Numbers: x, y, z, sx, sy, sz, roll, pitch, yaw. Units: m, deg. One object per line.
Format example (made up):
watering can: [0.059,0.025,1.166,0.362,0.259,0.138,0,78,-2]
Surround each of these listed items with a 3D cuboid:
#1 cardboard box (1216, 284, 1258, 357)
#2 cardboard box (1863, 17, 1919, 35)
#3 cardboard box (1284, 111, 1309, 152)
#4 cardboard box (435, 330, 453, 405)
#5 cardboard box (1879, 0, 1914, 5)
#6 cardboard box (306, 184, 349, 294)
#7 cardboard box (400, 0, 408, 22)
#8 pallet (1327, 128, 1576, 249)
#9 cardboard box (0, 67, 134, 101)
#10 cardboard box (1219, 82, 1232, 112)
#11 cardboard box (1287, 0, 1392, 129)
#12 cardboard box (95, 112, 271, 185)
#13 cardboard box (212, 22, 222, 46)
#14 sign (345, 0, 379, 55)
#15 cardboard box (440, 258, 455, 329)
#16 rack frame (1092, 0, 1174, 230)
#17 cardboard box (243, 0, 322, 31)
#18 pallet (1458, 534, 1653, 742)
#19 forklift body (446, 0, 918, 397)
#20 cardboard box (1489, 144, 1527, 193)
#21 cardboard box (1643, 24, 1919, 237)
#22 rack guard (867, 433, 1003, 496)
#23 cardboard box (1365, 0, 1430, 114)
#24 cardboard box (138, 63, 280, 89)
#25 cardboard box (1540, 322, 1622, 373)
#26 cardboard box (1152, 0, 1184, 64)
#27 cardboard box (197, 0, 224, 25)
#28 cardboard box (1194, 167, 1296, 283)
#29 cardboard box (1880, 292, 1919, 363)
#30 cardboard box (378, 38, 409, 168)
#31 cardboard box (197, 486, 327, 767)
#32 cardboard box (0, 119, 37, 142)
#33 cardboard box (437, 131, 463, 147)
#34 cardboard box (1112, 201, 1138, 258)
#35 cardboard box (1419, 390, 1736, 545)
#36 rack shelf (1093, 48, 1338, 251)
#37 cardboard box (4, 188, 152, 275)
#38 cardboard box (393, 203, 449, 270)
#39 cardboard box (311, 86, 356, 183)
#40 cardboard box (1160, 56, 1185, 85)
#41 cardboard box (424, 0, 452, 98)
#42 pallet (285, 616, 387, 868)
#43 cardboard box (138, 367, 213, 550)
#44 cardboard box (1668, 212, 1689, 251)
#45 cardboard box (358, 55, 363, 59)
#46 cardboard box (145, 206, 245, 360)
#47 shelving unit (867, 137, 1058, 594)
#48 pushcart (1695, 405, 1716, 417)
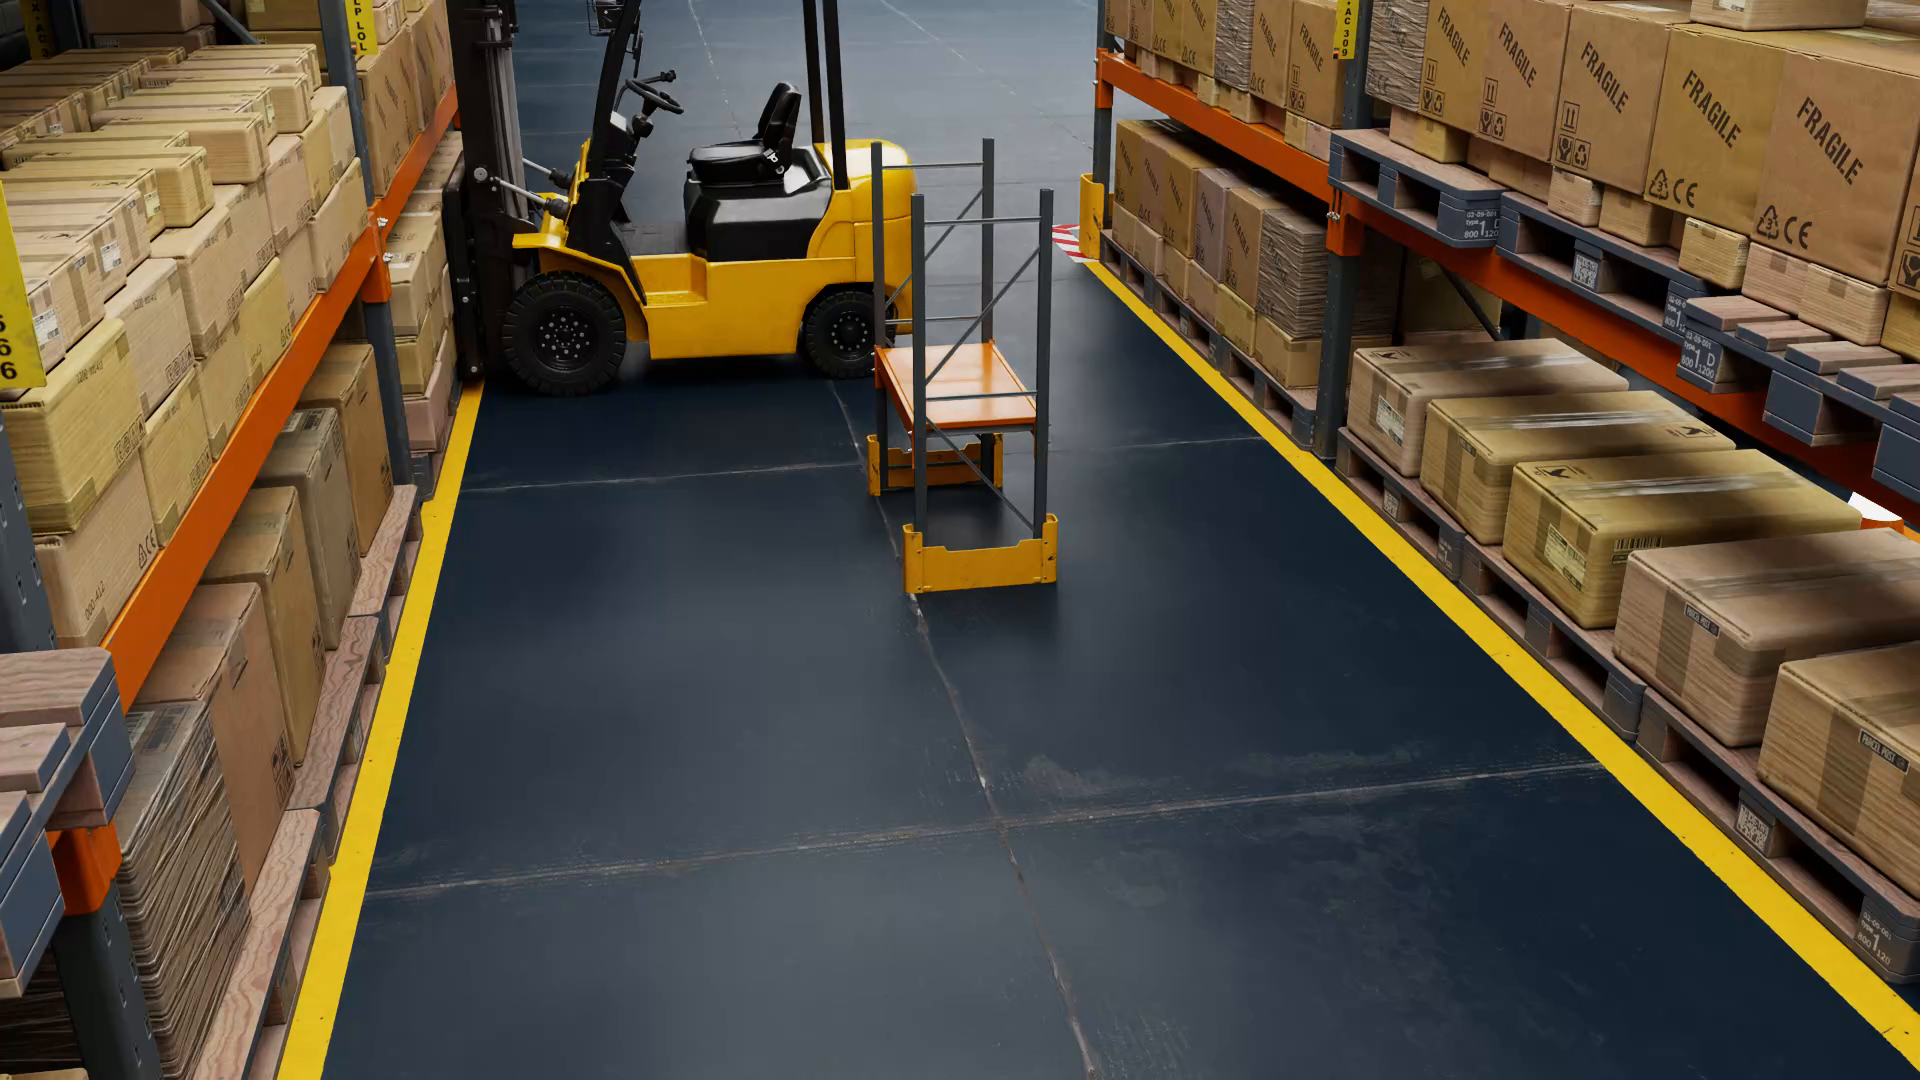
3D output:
cardboard box: [1.642,-1.144,8.533,0.500,0.250,0.500,-5,24,-11]
cardboard box: [2.800,-1.199,4.726,0.500,0.500,0.500,-4,24,-9]
cardboard box: [1.712,-1.877,7.614,0.380,0.149,0.250,-4,24,-9]
cardboard box: [-2.627,-0.768,7.670,0.500,0.250,0.500,-5,24,-11]
cardboard box: [6.466,-3.481,10.786,0.875,0.550,0.550,-4,24,-10]
cardboard box: [-2.305,-0.977,5.426,0.500,0.250,0.500,-4,24,-10]
cardboard box: [-2.821,-2.519,7.835,0.380,0.149,0.250,-5,24,-11]
pallet: [2.122,-1.391,6.427,1.003,0.211,1.213,-4,24,-10]
cardboard box: [-2.856,-1.403,5.279,0.380,0.149,0.250,-4,24,-10]
cardboard box: [1.556,-2.282,8.540,0.380,0.149,0.250,-5,24,-11]
cardboard box: [1.797,-2.129,7.381,0.500,0.500,0.500,-5,24,-11]
cardboard box: [-2.082,-1.048,4.466,0.380,0.149,0.250,-5,24,-11]
cardboard box: [-3.146,-1.968,6.573,0.380,0.149,0.250,-5,24,-11]
sign: [-2.222,-1.960,6.142,0.100,0.325,0.005,-4,24,-10]
cardboard box: [-2.716,-1.193,8.020,0.500,0.250,0.500,-5,24,-10]
rack frame: [1.384,-3.364,10.704,1.000,3.000,0.127,-4,24,-10]
cardboard box: [-2.521,-2.048,6.386,0.380,0.149,0.250,-4,24,-9]
pallet: [2.498,0.274,5.858,1.003,0.211,1.213,-4,24,-10]
forklift body: [-1.350,-1.995,8.631,2.313,2.155,1.214,-4,24,-10]
cardboard box: [2.087,-1.318,5.810,0.380,0.149,0.250,-4,24,-9]
cardboard box: [2.305,-1.151,4.616,0.500,0.500,0.500,-6,24,-13]
rack guard: [-0.106,-0.340,7.217,0.587,0.250,0.087,-4,24,-10]
cardboard box: [1.929,-1.960,6.468,0.500,0.500,0.500,-4,24,-8]
cardboard box: [-2.413,-1.447,5.379,0.380,0.149,0.250,-4,24,-10]
cardboard box: [3.263,-1.168,8.797,0.500,0.500,0.500,13,27,27]
cardboard box: [1.393,-2.935,9.227,0.500,0.500,0.500,-5,24,-11]
cardboard box: [-3.115,-2.106,6.518,0.380,0.149,0.250,-5,24,-11]
cardboard box: [1.559,-1.680,8.823,0.500,0.500,0.500,-3,24,-7]
cardboard box: [2.451,-0.506,3.950,0.380,0.149,0.250,-4,24,-9]
cardboard box: [-2.692,-1.865,7.148,0.500,0.500,0.500,-4,24,-9]
cardboard box: [-2.369,0.280,4.804,0.875,0.625,0.625,-5,24,-12]
cardboard box: [-2.663,-1.008,4.374,0.380,0.149,0.250,-4,24,-9]
cardboard box: [-3.102,-2.228,9.764,0.500,0.250,0.500,-4,24,-8]
cardboard box: [1.261,-1.959,10.397,0.500,0.250,0.500,-5,24,-10]
cardboard box: [2.359,-0.290,6.425,0.950,0.372,0.625,-3,24,-6]
rack shelf: [1.754,-2.248,9.047,1.077,0.370,4.000,-4,24,-10]
cardboard box: [-1.968,-0.645,3.543,0.380,0.149,0.250,-4,24,-9]
cardboard box: [-2.723,-1.423,7.921,0.500,0.250,0.500,-3,24,-8]
cardboard box: [-2.412,-1.408,5.789,0.500,0.250,0.500,-5,24,-11]
cardboard box: [1.356,-2.689,9.472,0.380,0.149,0.250,-4,24,-8]
cardboard box: [-3.058,-2.662,8.972,0.500,0.500,0.500,-4,24,-8]
pallet: [-2.350,0.624,5.058,1.003,0.211,1.213,-4,24,-10]
cardboard box: [-1.944,-0.170,3.580,0.500,0.250,0.500,-5,24,-11]
cardboard box: [2.334,-0.917,4.891,0.380,0.149,0.250,-4,24,-9]
cardboard box: [-2.604,-2.011,6.672,0.380,0.149,0.250,-4,24,-9]
cardboard box: [-2.026,-0.606,3.952,0.500,0.250,0.500,-5,24,-11]
shelving unit: [-0.014,-0.717,6.518,0.587,1.500,1.083,-4,24,-10]
pushcart: [4.355,-0.777,8.058,1.648,0.377,0.936,-13,27,-28]
